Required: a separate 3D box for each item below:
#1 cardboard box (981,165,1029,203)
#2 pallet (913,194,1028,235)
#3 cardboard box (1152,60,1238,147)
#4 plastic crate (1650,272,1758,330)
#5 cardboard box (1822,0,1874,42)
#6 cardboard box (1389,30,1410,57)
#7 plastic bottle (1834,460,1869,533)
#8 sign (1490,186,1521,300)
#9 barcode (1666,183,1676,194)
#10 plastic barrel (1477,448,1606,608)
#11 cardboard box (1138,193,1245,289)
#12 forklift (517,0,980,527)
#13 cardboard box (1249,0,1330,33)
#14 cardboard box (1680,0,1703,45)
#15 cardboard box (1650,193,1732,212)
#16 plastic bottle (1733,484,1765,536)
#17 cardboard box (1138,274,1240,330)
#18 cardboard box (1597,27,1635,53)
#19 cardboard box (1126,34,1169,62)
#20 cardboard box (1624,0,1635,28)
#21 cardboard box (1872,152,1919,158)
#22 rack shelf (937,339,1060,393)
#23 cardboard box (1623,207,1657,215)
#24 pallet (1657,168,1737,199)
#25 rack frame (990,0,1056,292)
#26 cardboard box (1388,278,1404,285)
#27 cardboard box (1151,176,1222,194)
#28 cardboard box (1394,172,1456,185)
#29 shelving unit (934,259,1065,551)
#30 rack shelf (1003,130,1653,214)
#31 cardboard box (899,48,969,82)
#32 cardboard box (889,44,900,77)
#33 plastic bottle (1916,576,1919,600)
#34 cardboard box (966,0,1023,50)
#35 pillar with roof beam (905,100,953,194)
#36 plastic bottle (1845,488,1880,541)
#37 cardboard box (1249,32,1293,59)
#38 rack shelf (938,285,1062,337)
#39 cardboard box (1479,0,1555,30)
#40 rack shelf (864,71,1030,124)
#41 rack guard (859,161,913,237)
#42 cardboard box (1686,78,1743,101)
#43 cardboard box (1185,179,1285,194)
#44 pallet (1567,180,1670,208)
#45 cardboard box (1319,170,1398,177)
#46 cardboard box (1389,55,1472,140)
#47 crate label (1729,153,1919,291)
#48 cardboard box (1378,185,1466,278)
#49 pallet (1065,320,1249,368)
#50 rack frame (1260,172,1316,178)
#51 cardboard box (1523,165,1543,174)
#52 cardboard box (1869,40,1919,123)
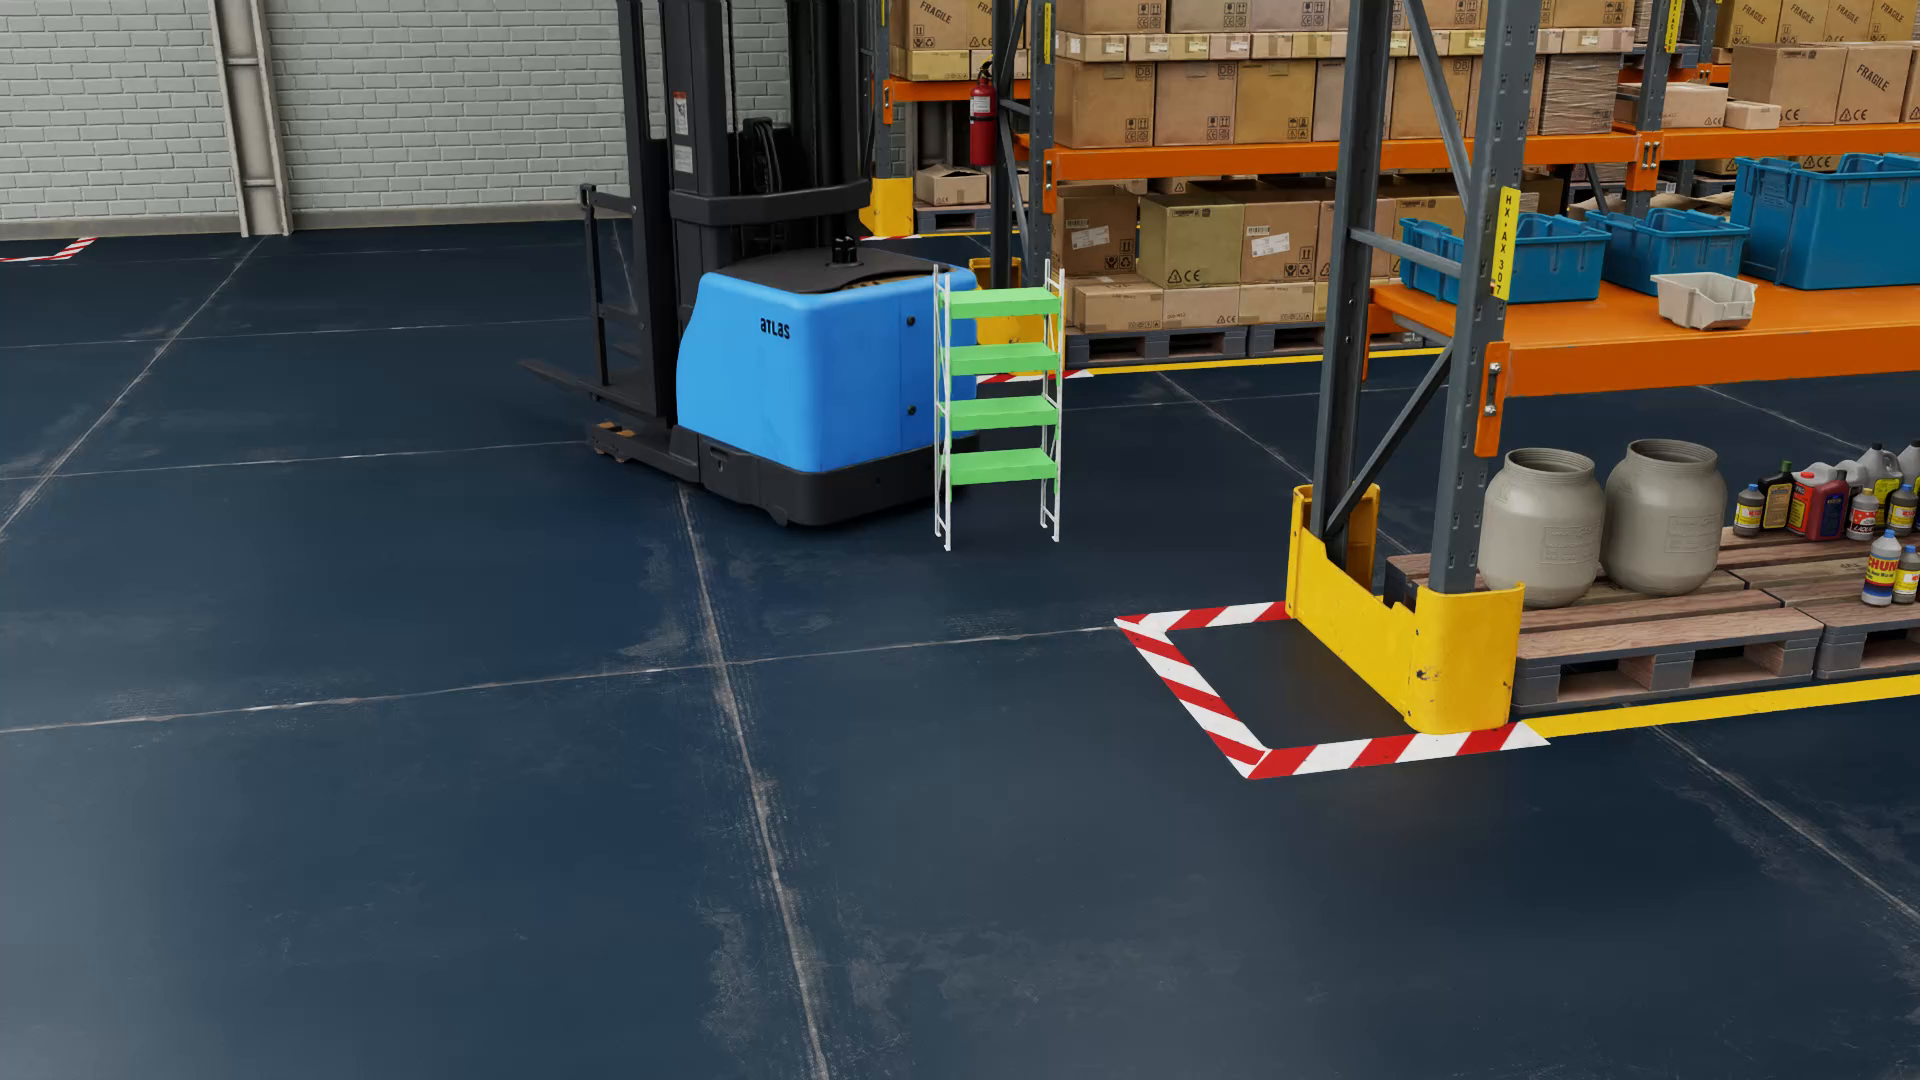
[{"bbox_3d":[0.476,-3.271,15.153,0.500,0.311,0.500,-3,20,-8],"label":"cardboard box"},{"bbox_3d":[0.100,-3.007,15.215,1.213,0.211,1.003,-5,21,-12],"label":"pallet"},{"bbox_3d":[1.338,-2.722,10.240,0.500,0.500,0.700,-4,21,-11],"label":"cardboard box"},{"bbox_3d":[2.452,-0.780,5.468,0.250,0.136,0.298,-5,21,-12],"label":"plastic crate"},{"bbox_3d":[8.539,-5.117,16.315,0.500,0.500,0.500,-5,21,-13],"label":"cardboard box"},{"bbox_3d":[2.554,-3.052,10.198,0.250,0.149,0.380,-4,20,-11],"label":"cardboard box"},{"bbox_3d":[3.580,-0.183,6.773,0.135,0.276,0.152,-5,21,-14],"label":"plastic bottle"},{"bbox_3d":[1.629,-0.887,4.972,0.005,0.325,0.100,-5,21,-12],"label":"sign"},{"bbox_3d":[4.608,-2.281,10.778,0.075,0.075,0.001,-5,21,-12],"label":"barcode"},{"bbox_3d":[2.130,-0.048,6.091,0.421,0.512,0.421,0,20,0],"label":"plastic barrel"},{"bbox_3d":[1.430,-1.866,10.344,0.500,0.500,0.500,-5,21,-12],"label":"cardboard box"},{"bbox_3d":[-1.258,-1.865,8.144,1.130,2.935,3.031,-17,26,-39],"label":"forklift"},{"bbox_3d":[1.880,-3.376,10.139,0.500,0.500,0.700,-5,21,-12],"label":"cardboard box"},{"bbox_3d":[7.412,-5.212,16.576,0.500,0.500,0.500,-5,21,-12],"label":"cardboard box"},{"bbox_3d":[5.096,-2.257,11.686,0.500,0.311,0.500,-4,21,-11],"label":"cardboard box"},{"bbox_3d":[3.193,-0.126,6.726,0.097,0.201,0.097,0,20,0],"label":"plastic bottle"},{"bbox_3d":[1.430,-1.514,10.475,0.500,0.250,0.500,-5,21,-12],"label":"cardboard box"},{"bbox_3d":[4.048,-3.174,10.531,0.250,0.149,0.380,-5,21,-13],"label":"cardboard box"},{"bbox_3d":[1.059,-2.932,9.869,0.250,0.149,0.380,-5,21,-14],"label":"cardboard box"},{"bbox_3d":[6.020,-5.050,15.955,0.500,0.500,0.700,-7,21,-18],"label":"cardboard box"},{"bbox_3d":[9.438,-4.229,17.012,0.750,0.750,0.750,-4,20,-11],"label":"cardboard box"},{"bbox_3d":[0.161,-0.742,7.083,0.480,0.148,0.258,-5,21,-12],"label":"rack shelf"},{"bbox_3d":[4.723,-2.035,11.080,0.500,0.311,0.500,-5,21,-12],"label":"cardboard box"},{"bbox_3d":[7.797,-3.618,16.886,1.213,0.211,1.003,-5,21,-12],"label":"pallet"},{"bbox_3d":[0.371,-2.600,10.050,0.127,3.000,1.000,-5,21,-12],"label":"rack frame"},{"bbox_3d":[2.890,-1.632,10.795,0.500,0.250,0.500,-5,21,-12],"label":"cardboard box"},{"bbox_3d":[2.119,-3.511,15.534,0.500,0.500,0.500,-6,21,-17],"label":"cardboard box"},{"bbox_3d":[3.255,-2.200,11.257,0.500,0.500,0.500,-5,21,-12],"label":"cardboard box"},{"bbox_3d":[0.161,-0.576,7.144,0.503,1.200,0.258,-5,21,-12],"label":"shelving unit"},{"bbox_3d":[2.317,-2.420,10.606,4.000,0.370,1.077,-5,21,-12],"label":"rack shelf"},{"bbox_3d":[-0.225,-4.129,14.414,0.500,0.250,0.500,-5,21,-14],"label":"cardboard box"},{"bbox_3d":[-0.362,-4.298,14.876,0.500,0.250,0.500,-4,21,-12],"label":"cardboard box"},{"bbox_3d":[3.568,0.077,6.054,0.133,0.283,0.061,-4,21,-12],"label":"plastic bottle"},{"bbox_3d":[0.244,-4.521,14.395,0.500,0.500,0.500,-5,21,-12],"label":"cardboard box"},{"bbox_3d":[0.700,-5.978,10.552,0.400,9.000,9.100,-5,21,-12],"label":"pillar with roof beam"},{"bbox_3d":[3.627,-0.107,6.675,0.097,0.201,0.097,0,20,0],"label":"plastic bottle"},{"bbox_3d":[1.806,-2.992,10.034,0.250,0.149,0.380,-5,21,-14],"label":"cardboard box"},{"bbox_3d":[0.161,-0.967,7.001,0.480,0.148,0.258,-5,21,-12],"label":"rack shelf"},{"bbox_3d":[3.342,-3.495,10.462,0.500,0.500,0.700,-5,21,-13],"label":"cardboard box"},{"bbox_3d":[1.174,-4.078,15.132,4.000,0.370,1.077,-5,21,-12],"label":"rack shelf"},{"bbox_3d":[-0.699,-3.090,15.022,0.348,0.500,1.175,-5,21,-12],"label":"rack guard"},{"bbox_3d":[5.077,-2.984,11.295,0.258,0.266,0.396,-5,21,-14],"label":"cardboard box"},{"bbox_3d":[1.794,-2.084,10.939,0.500,0.500,0.500,-5,21,-12],"label":"cardboard box"},{"bbox_3d":[6.252,-3.520,16.617,1.213,0.211,1.003,-5,21,-12],"label":"pallet"},{"bbox_3d":[3.832,-3.671,15.969,0.500,0.500,0.700,-4,20,-11],"label":"cardboard box"},{"bbox_3d":[2.832,-2.844,10.571,0.500,0.500,0.700,-4,21,-12],"label":"cardboard box"},{"bbox_3d":[3.236,-1.194,6.162,0.616,0.435,0.502,-5,21,-12],"label":"crate label"},{"bbox_3d":[2.887,-1.988,10.677,0.500,0.500,0.500,-5,21,-12],"label":"cardboard box"},{"bbox_3d":[1.105,-1.365,10.733,1.213,0.211,1.003,-5,21,-12],"label":"pallet"},{"bbox_3d":[3.120,-4.574,15.440,0.127,3.000,1.000,-5,21,-12],"label":"rack frame"},{"bbox_3d":[5.319,-3.798,16.317,0.500,0.500,0.700,-5,21,-13],"label":"cardboard box"},{"bbox_3d":[6.527,-3.141,11.384,0.500,0.500,0.500,-6,21,-15],"label":"cardboard box"}]
